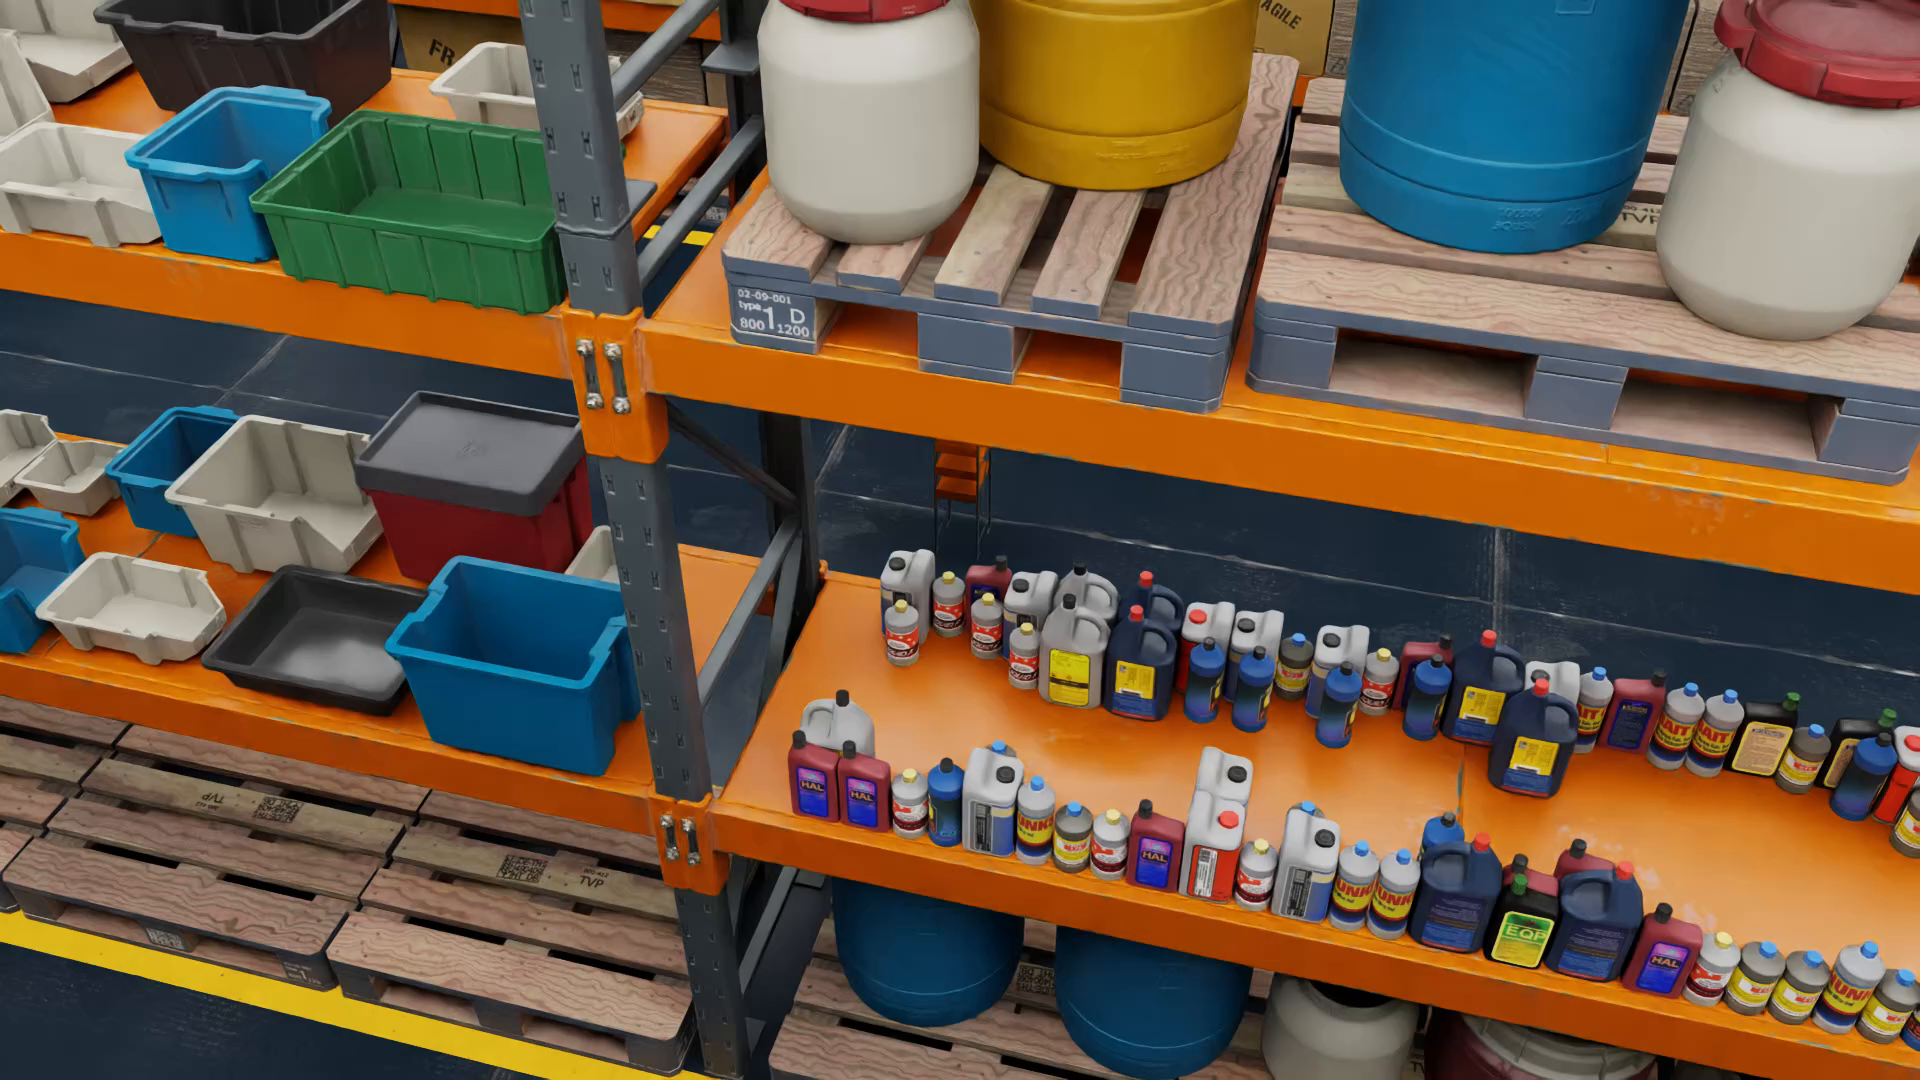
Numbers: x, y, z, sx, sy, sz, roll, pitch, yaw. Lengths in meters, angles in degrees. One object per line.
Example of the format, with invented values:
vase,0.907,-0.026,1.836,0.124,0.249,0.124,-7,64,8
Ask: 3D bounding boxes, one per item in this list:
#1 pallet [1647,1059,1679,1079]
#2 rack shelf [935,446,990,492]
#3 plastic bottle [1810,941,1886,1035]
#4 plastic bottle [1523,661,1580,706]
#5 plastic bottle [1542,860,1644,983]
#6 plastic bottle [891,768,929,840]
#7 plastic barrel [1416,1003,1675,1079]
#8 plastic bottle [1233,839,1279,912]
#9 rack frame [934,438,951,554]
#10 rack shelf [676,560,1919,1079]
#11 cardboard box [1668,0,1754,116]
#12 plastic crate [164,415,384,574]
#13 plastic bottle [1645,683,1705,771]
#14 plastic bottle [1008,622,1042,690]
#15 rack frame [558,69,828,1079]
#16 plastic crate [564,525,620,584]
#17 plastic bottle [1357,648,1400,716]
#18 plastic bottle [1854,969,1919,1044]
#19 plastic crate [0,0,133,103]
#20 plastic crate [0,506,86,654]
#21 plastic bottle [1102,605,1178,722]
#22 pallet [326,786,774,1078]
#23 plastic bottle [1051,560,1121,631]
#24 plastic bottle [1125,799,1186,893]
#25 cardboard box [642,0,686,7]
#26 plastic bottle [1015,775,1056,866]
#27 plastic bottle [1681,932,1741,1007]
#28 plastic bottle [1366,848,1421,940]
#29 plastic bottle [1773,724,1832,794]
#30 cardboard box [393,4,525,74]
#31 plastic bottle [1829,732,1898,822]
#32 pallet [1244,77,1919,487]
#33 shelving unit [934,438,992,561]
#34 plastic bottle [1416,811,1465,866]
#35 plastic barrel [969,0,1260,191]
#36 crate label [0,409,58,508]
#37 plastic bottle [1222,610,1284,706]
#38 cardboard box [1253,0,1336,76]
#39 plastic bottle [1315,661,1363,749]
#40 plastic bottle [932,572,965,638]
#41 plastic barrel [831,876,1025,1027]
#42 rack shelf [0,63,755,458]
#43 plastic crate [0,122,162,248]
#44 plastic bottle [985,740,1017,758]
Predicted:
pallet,2.475,1.863,4.867,1.213,0.211,1.003,10,41,11
rack shelf,0.014,-0.331,6.967,0.180,0.103,0.258,10,41,11
plastic bottle,2.041,1.014,3.810,0.097,0.271,0.097,0,40,0
plastic bottle,1.573,0.445,4.484,0.135,0.276,0.152,10,41,11
plastic bottle,1.500,0.875,3.914,0.185,0.351,0.144,10,41,11
plastic bottle,-0.127,0.668,4.277,0.097,0.201,0.097,0,40,0
plastic barrel,1.680,1.405,4.793,0.708,0.588,0.600,10,41,11
plastic bottle,0.732,0.816,4.101,0.097,0.201,0.097,0,40,0
rack frame,-0.074,-0.472,6.879,0.006,1.200,0.240,10,41,11
rack shelf,1.316,0.844,4.472,4.000,0.370,1.077,10,41,11
cardboard box,3.507,-2.229,7.494,0.500,0.500,0.500,9,41,11
plastic crate,-2.044,-0.110,5.094,0.530,0.282,0.437,10,41,11
plastic bottle,1.915,0.487,4.437,0.097,0.271,0.097,0,40,0
plastic bottle,0.187,0.318,4.693,0.097,0.201,0.097,0,40,0
rack frame,-0.616,0.236,4.637,0.127,3.000,1.000,10,41,11
plastic crate,-1.029,0.148,4.900,0.243,0.136,0.396,10,41,11
plastic bottle,1.161,0.384,4.614,0.097,0.201,0.097,0,40,0
plastic bottle,2.135,1.057,3.813,0.097,0.201,0.097,0,40,0
plastic crate,-2.420,-1.287,4.323,0.530,0.136,0.437,10,41,11
plastic crate,-2.765,0.126,4.851,0.300,0.233,0.416,10,41,11
plastic bottle,0.497,0.325,4.570,0.185,0.351,0.144,10,41,11
pallet,-1.337,1.206,5.650,1.213,0.211,1.003,10,41,11
plastic bottle,0.356,0.204,4.713,0.185,0.351,0.144,10,41,11
plastic bottle,0.485,0.754,4.110,0.133,0.283,0.061,10,41,11
cardboard box,-1.456,-2.891,8.555,0.250,0.149,0.380,9,41,10
plastic bottle,0.191,0.696,4.189,0.097,0.271,0.097,0,40,0
plastic bottle,1.759,0.993,3.890,0.097,0.201,0.097,0,40,0
plastic bottle,1.050,0.844,4.013,0.097,0.271,0.097,0,40,0
plastic bottle,2.232,0.569,4.395,0.097,0.201,0.097,0,40,0
cardboard box,-2.561,-2.797,9.573,0.875,0.875,0.875,10,41,11
plastic bottle,2.346,0.602,4.301,0.097,0.271,0.097,0,40,0
pallet,1.262,-0.584,3.428,1.213,0.211,1.003,10,41,11
shelving unit,0.014,-0.457,6.861,0.189,1.200,0.258,10,41,11
plastic bottle,1.181,0.770,4.100,0.097,0.271,0.097,0,40,0
plastic barrel,0.318,-1.120,3.446,0.600,0.588,0.600,0,40,0
crate label,-3.094,-0.240,5.361,0.243,0.136,0.396,10,41,11
plastic bottle,0.818,0.315,4.639,0.135,0.276,0.152,10,41,11
cardboard box,1.530,-2.565,7.894,0.500,0.500,0.500,10,41,11
plastic bottle,1.028,0.436,4.499,0.097,0.271,0.097,0,40,0
plastic bottle,-0.033,0.179,4.859,0.097,0.201,0.097,0,40,0
plastic barrel,-0.095,0.980,5.056,0.708,0.901,0.600,10,41,11
rack shelf,-2.548,-0.970,4.299,4.000,0.370,1.077,10,41,11
plastic crate,-1.943,-0.787,3.727,0.466,0.136,0.293,10,41,11
plastic bottle,0.100,0.606,4.351,0.097,0.201,0.097,0,40,0
